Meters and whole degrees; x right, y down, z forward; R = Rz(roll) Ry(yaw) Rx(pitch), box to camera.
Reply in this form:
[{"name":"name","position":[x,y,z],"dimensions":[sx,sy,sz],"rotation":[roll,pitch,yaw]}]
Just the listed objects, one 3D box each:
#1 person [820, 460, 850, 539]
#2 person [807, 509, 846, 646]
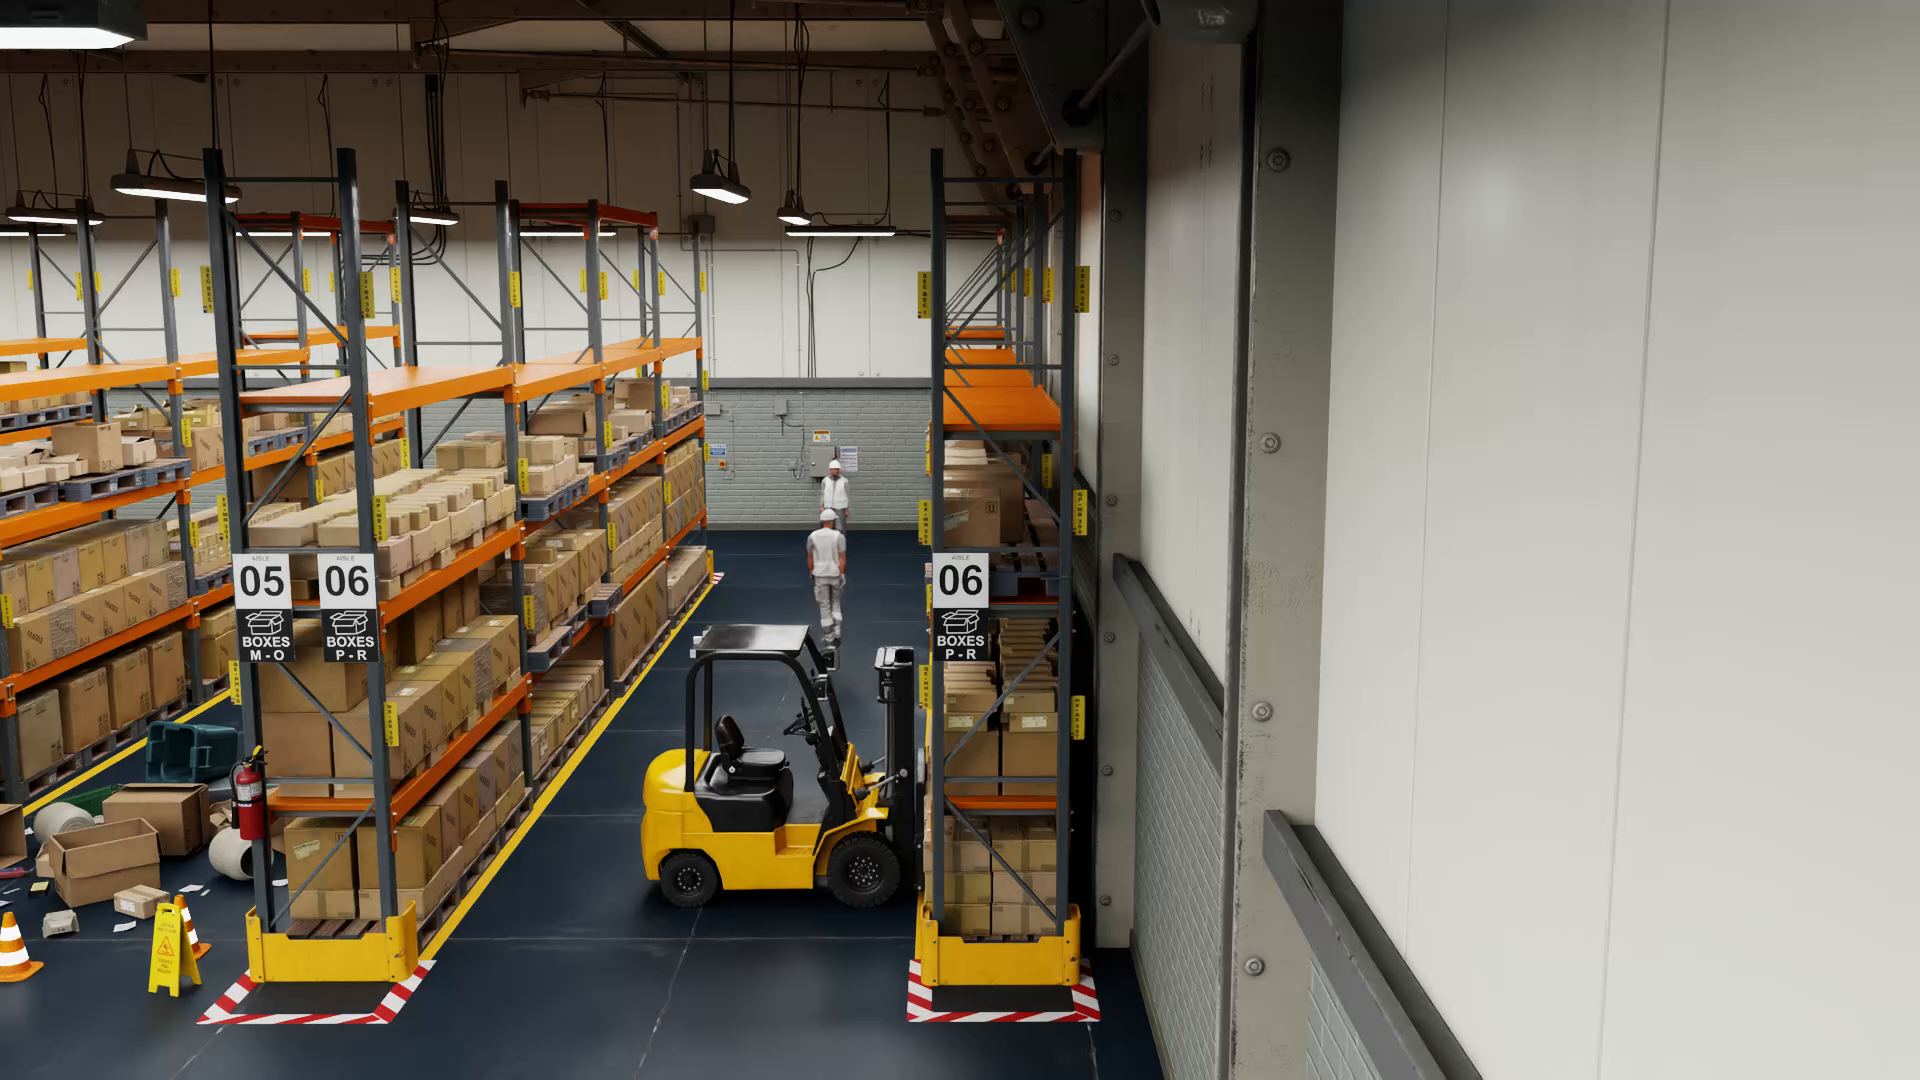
[{"name":"person","position":[-2.329,-0.561,30.498],"dimensions":[0.533,1.795,0.591],"rotation":[3,10,19]},{"name":"person","position":[-1.760,0.521,21.877],"dimensions":[0.484,1.868,0.542],"rotation":[-3,10,-18]}]
